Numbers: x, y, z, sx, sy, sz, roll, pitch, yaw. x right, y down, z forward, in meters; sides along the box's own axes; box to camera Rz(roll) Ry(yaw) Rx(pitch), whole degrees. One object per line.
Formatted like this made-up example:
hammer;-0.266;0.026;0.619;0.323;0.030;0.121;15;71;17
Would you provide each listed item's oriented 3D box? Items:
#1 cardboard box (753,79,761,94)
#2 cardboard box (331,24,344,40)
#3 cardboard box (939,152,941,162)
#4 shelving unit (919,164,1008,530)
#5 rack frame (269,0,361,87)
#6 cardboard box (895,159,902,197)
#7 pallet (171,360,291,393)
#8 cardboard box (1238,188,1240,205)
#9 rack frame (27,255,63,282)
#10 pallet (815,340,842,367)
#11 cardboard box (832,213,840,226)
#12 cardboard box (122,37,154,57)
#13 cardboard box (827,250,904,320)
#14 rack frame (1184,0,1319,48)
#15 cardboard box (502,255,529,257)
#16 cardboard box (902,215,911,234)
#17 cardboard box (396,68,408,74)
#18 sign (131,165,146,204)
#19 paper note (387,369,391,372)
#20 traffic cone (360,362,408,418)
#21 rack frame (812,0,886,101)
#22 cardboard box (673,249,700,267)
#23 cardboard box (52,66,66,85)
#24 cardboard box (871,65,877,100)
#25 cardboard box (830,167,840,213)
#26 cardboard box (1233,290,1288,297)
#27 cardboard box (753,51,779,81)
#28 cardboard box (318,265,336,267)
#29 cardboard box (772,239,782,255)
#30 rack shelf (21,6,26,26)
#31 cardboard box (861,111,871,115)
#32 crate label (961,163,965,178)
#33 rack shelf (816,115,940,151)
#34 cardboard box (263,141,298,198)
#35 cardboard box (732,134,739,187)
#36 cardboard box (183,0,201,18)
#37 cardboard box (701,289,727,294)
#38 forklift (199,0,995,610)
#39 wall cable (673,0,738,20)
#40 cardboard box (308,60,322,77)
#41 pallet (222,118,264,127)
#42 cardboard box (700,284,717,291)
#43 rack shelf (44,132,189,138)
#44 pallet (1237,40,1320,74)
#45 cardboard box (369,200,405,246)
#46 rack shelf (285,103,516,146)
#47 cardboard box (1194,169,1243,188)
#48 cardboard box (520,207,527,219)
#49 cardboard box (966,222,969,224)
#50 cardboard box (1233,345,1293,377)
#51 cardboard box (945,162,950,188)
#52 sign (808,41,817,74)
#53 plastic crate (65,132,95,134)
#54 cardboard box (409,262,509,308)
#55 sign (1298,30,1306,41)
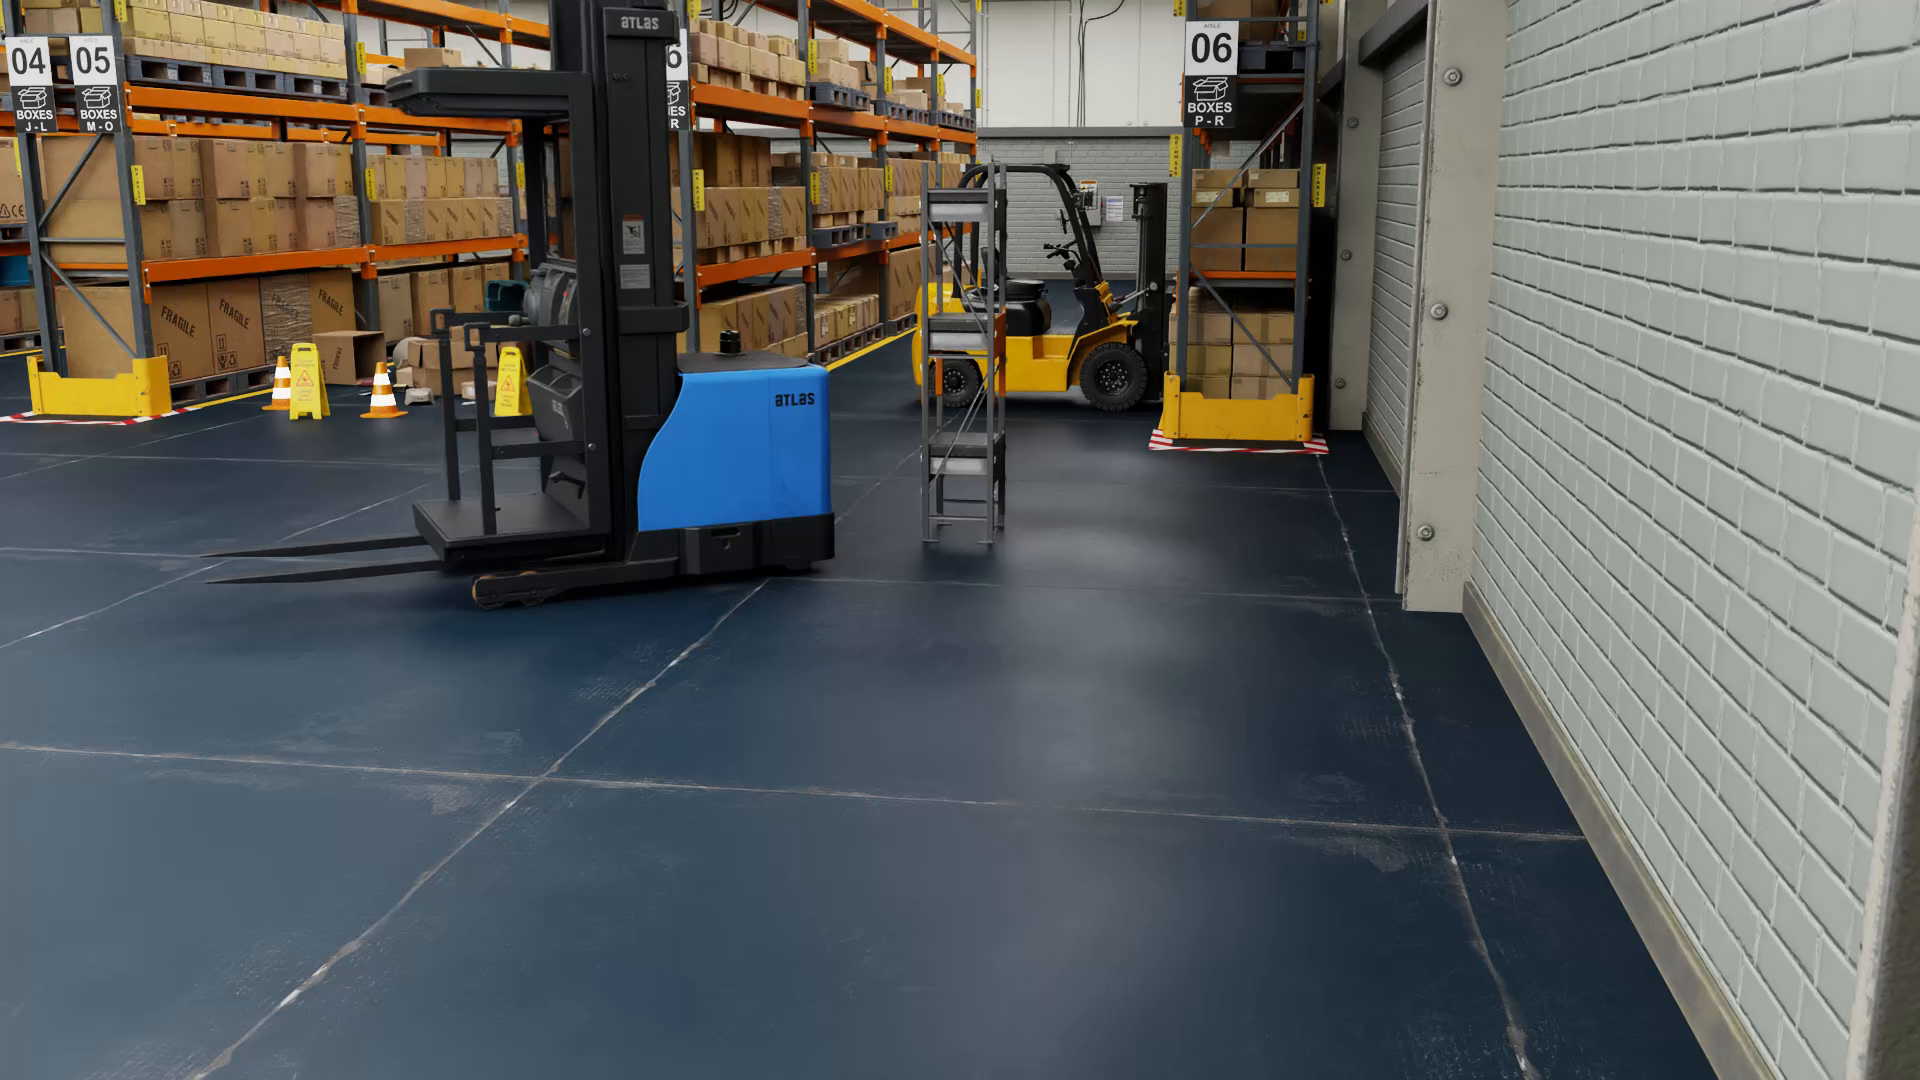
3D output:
cardboard box;-2.109;-4.296;15.784;0.380;0.149;0.250;2;12;10
cardboard box;-6.714;-5.333;17.470;0.380;0.149;0.250;2;12;8
cardboard box;-0.507;-5.924;25.712;0.380;0.149;0.250;2;12;9
shelving unit;0.026;-1.061;9.434;0.431;2.100;0.499;2;12;9
rack frame;-6.973;-6.365;17.668;1.000;3.000;0.127;2;12;9
cardboard box;-1.067;-4.862;22.321;0.500;0.500;0.500;2;12;9
pallet;-7.352;-1.659;16.689;1.003;0.211;1.213;2;12;9
cardboard box;2.301;-3.064;14.816;0.380;0.149;0.250;2;12;8
rack frame;-15.522;-5.440;27.615;1.000;3.000;0.127;2;12;9
pallet;-1.948;-2.092;18.699;1.003;0.211;1.213;2;12;9
cardboard box;-1.573;-3.646;18.889;0.380;0.149;0.250;2;12;10
cardboard box;-7.218;-4.258;14.375;0.380;0.149;0.250;2;12;9
cardboard box;-1.263;-3.433;22.351;0.875;0.875;0.875;2;12;8
rack frame;2.224;-5.233;12.415;1.000;3.000;0.127;2;12;9
cardboard box;-6.351;-3.977;23.982;0.500;0.250;0.500;2;12;10
cardboard box;-0.979;-4.363;22.972;0.500;0.250;0.500;2;12;11
cardboard box;-6.476;-5.470;19.719;0.396;0.266;0.258;2;12;9
sign;-7.041;-3.042;14.248;0.100;0.325;0.005;2;12;9
paper note;-6.181;-1.812;17.827;0.147;0.020;0.142;-7;14;-30
traffic cone;-5.039;-1.317;14.505;0.336;0.463;0.334;2;12;9
rack frame;-1.451;-7.058;20.885;1.000;3.000;0.127;2;12;9
cardboard box;-2.425;-2.402;14.113;0.380;0.149;0.250;2;12;9
cardboard box;-11.229;-5.889;21.157;0.500;0.500;0.500;2;12;10
cardboard box;-1.486;-6.058;22.131;0.700;0.500;0.500;1;12;6
cardboard box;-1.634;-3.885;18.461;0.500;0.500;0.500;2;12;9
cardboard box;2.891;-2.268;16.055;0.500;0.250;0.500;2;12;8
cardboard box;-2.038;-4.520;15.876;0.500;0.250;0.500;2;12;8
cardboard box;-10.707;-4.312;26.429;1.225;0.875;0.875;2;12;9
cardboard box;-1.967;-2.882;16.342;0.380;0.149;0.250;2;12;8
rack shelf;-11.551;-6.416;20.561;1.077;0.370;4.000;2;12;9
cardboard box;-1.322;-5.345;20.650;0.380;0.149;0.250;2;12;9
crate label;-2.813;-4.045;22.805;10.513;2.300;6.789;-7;14;-30
rack shelf;-1.143;-5.657;23.209;1.077;0.370;4.000;2;12;9
cardboard box;-7.252;-3.732;16.770;0.875;0.550;0.550;2;12;9
cardboard box;-2.552;-3.682;16.143;0.700;0.500;0.500;2;12;7
cardboard box;-7.104;-4.804;15.016;0.380;0.149;0.250;2;12;9
cardboard box;-2.576;-2.187;16.271;0.500;0.500;0.500;3;12;12
forklift;-1.752;-1.273;8.445;4.060;2.935;1.130;-6;13;-25
wall cable;-5.737;-11.683;34.707;2.277;5.999;0.120;2;12;9
cardboard box;-6.790;-4.838;17.062;0.380;0.149;0.250;2;12;10
pallet;-11.027;-6.189;24.422;1.003;0.211;1.213;2;12;11
cardboard box;-2.618;-2.537;16.353;0.380;0.149;0.250;3;12;12
rack shelf;-15.214;-6.971;29.307;1.077;0.370;4.000;2;12;9
pallet;2.358;-3.870;13.419;1.003;0.211;1.213;2;12;9
cardboard box;-6.626;-3.582;18.757;0.500;0.500;0.500;2;12;9
rack shelf;-6.665;-4.963;19.992;1.077;0.370;4.000;2;12;9
cardboard box;2.071;-2.893;13.315;0.380;0.149;0.250;2;12;9
cardboard box;-6.089;-4.434;22.548;0.380;0.149;0.250;2;12;8
cardboard box;-0.125;-5.627;28.246;0.500;0.500;0.500;2;12;7
cardboard box;2.501;-1.497;13.663;0.500;0.250;0.500;2;12;10
cardboard box;-0.439;-5.692;26.175;0.500;0.500;0.500;2;12;8
sign;-1.529;-4.996;17.209;0.100;0.325;0.005;2;12;9
plastic crate;-15.060;-7.092;28.472;0.497;0.269;0.590;2;12;9
cardboard box;-6.540;-3.247;21.782;1.050;0.750;0.750;2;12;8
sign;3.388;-4.873;16.450;0.100;0.325;0.005;2;12;9
